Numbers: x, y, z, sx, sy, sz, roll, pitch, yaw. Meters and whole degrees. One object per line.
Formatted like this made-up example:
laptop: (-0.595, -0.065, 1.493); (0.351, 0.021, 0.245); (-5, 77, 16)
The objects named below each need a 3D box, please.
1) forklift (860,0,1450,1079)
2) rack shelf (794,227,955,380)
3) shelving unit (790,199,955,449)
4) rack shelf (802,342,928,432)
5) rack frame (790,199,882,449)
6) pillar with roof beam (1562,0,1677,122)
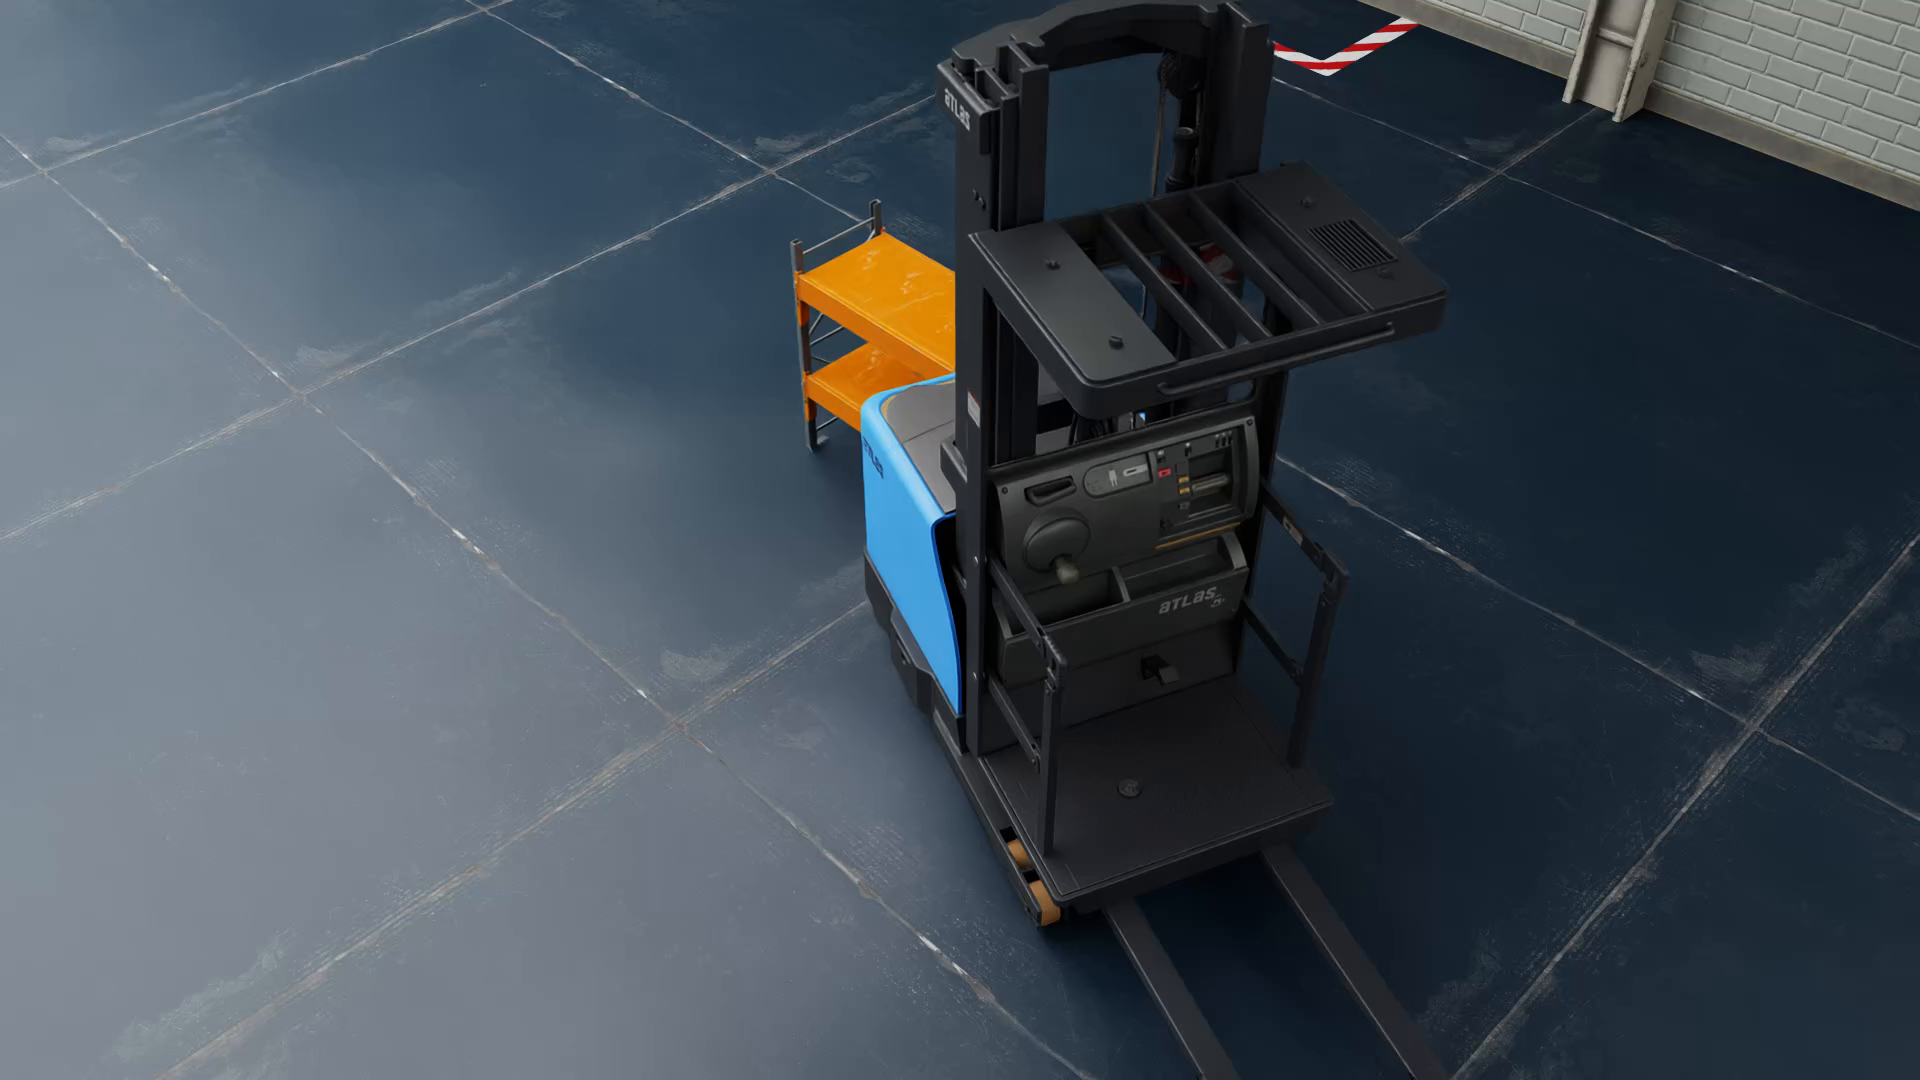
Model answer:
forklift: (0.640, -0.046, 5.258); (1.130, 2.935, 3.031); (-16, 45, -17)
rack shelf: (-0.180, -0.934, 7.118); (0.538, 0.278, 1.000); (-34, 52, -31)
shelving unit: (-0.180, -0.719, 7.317); (0.538, 1.125, 1.048); (-34, 52, -31)
rack shelf: (-0.180, -0.539, 7.482); (0.538, 0.278, 1.000); (-34, 52, -31)
rack frame: (-0.535, -0.966, 7.584); (0.500, 1.125, 0.032); (-34, 52, -31)
pillar with roof beam: (0.935, -3.948, 5.009); (9.100, 9.000, 0.400); (-34, 53, -31)
